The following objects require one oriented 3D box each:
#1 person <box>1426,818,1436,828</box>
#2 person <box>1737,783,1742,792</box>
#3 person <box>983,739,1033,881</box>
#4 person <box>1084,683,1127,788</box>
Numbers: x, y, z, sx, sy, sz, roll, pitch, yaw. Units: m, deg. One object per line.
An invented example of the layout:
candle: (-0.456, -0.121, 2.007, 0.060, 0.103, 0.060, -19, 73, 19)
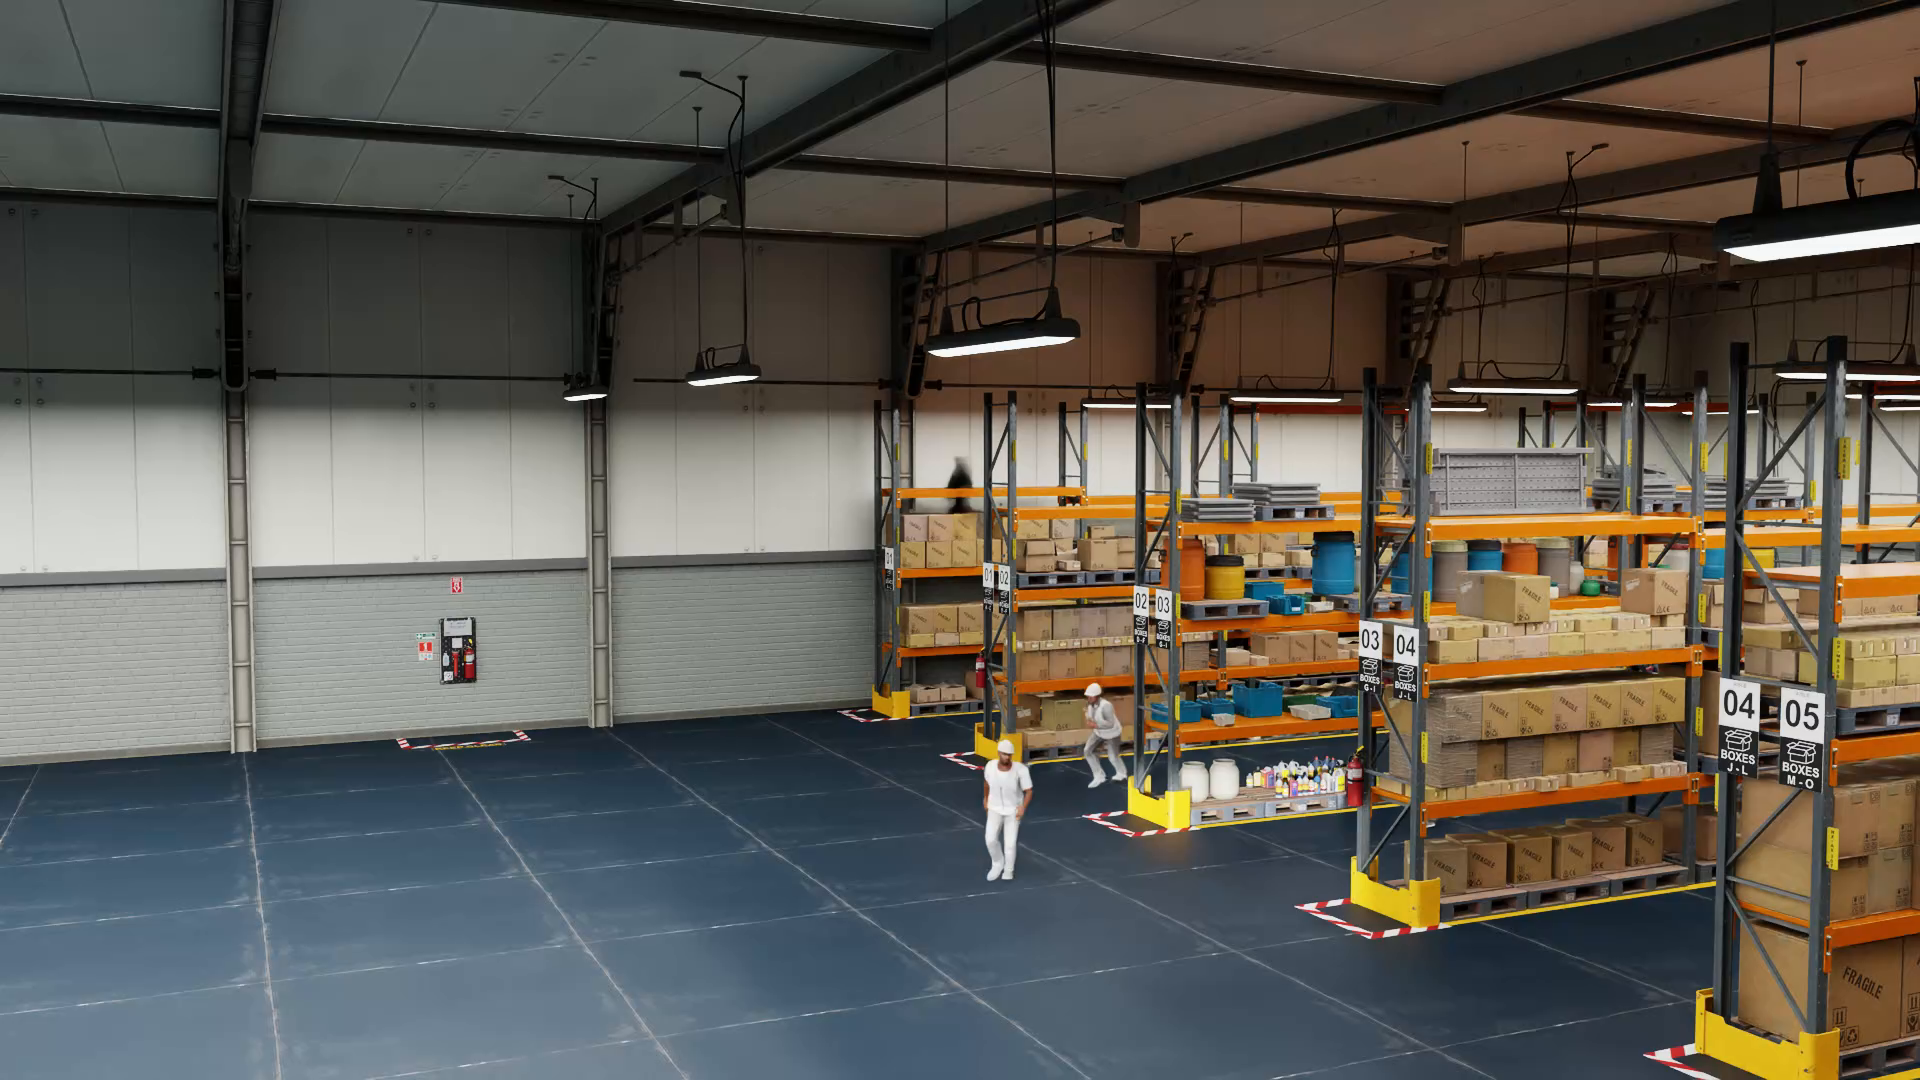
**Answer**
person: (6.150, 3.161, 22.156, 0.775, 1.435, 0.565, -2, 4, -34)
person: (11.292, 2.895, 23.956, 0.679, 1.725, 0.676, -1, 3, -11)
person: (0.531, 3.164, 19.383, 0.680, 1.702, 0.822, 1, 3, 13)
person: (2.196, 2.899, 24.912, 0.651, 1.584, 1.116, 3, 5, 45)
